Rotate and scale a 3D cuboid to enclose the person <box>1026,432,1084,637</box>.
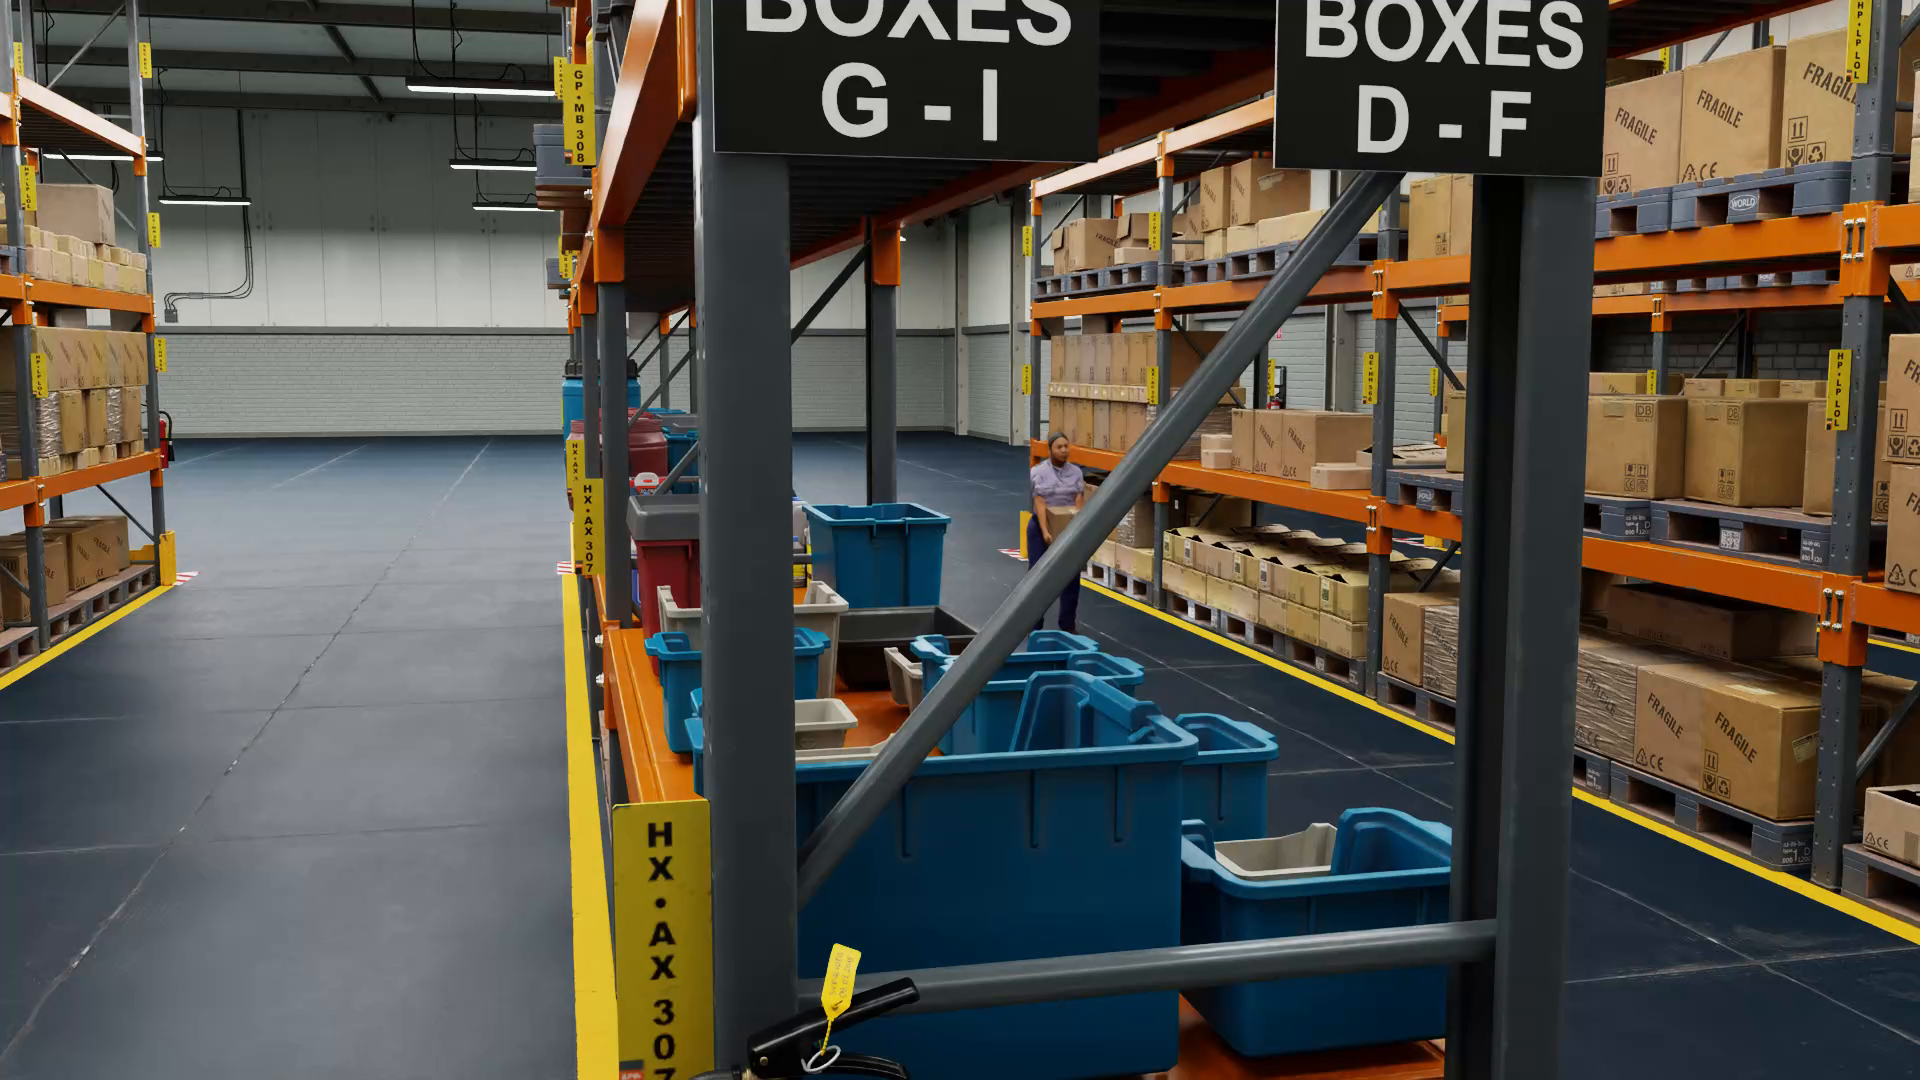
[{"bbox_3d":[0.766,-0.020,12.999,0.435,1.644,0.540,-2,6,-15],"label":"person"}]
